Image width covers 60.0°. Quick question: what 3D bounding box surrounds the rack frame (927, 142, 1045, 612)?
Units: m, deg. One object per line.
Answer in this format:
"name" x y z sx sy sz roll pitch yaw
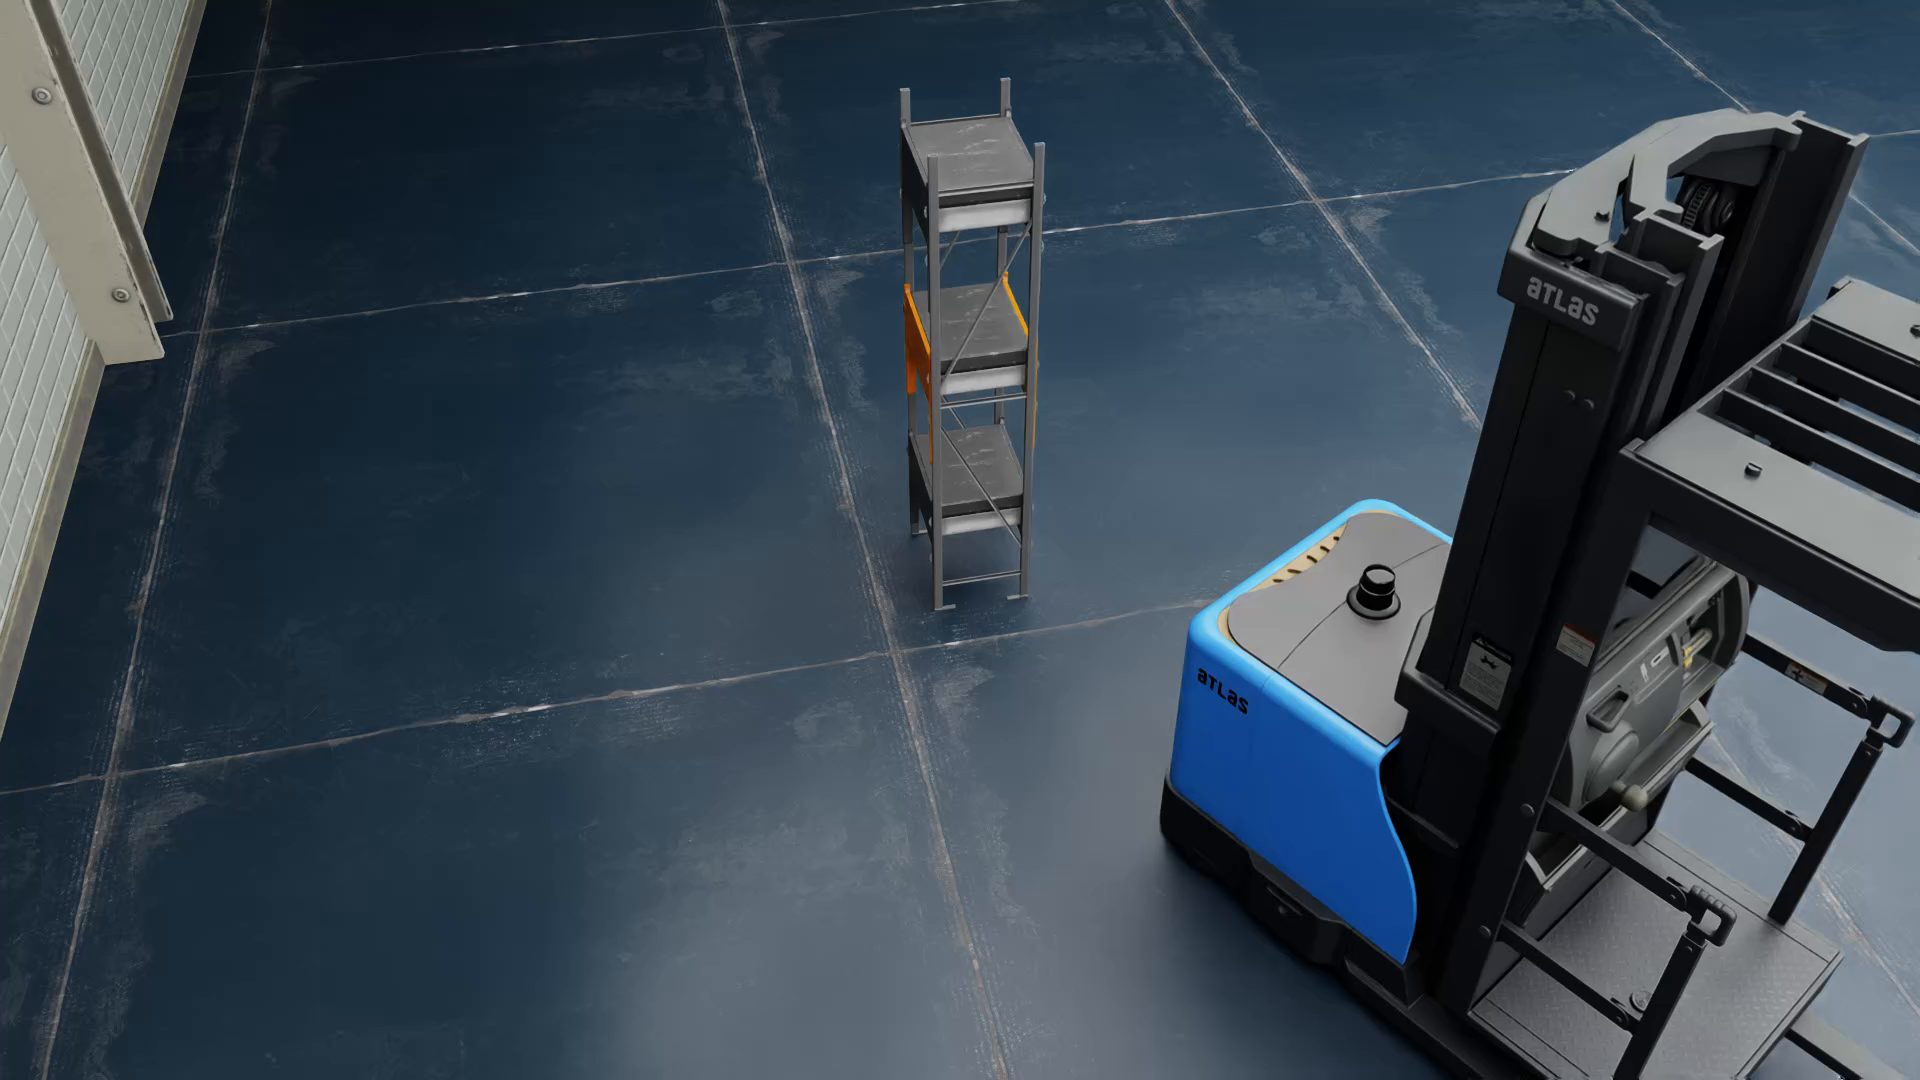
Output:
"rack frame" 0.088 -0.520 6.254 0.400 2.100 0.015 -8 42 -9

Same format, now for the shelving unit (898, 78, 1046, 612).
"shelving unit" 0.036 -0.678 6.432 0.431 2.100 0.503 -8 42 -9

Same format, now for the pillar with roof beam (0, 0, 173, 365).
"pillar with roof beam" 0.047 -4.994 6.098 9.100 9.000 0.400 -8 42 -9

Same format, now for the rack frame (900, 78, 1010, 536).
"rack frame" -0.017 -0.836 6.610 0.400 2.100 0.015 -8 42 -9

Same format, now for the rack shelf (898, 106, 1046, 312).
"rack shelf" 0.036 -1.191 5.976 0.431 0.518 0.480 -8 42 -9

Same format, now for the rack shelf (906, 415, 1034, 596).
"rack shelf" 0.036 -0.144 6.906 0.431 0.518 0.480 -8 42 -9

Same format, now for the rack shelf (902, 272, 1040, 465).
"rack shelf" 0.036 -0.668 6.441 0.431 0.518 0.480 -8 42 -9

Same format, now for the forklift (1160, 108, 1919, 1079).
"forklift" 2.083 0.478 4.504 1.130 2.935 3.031 -31 50 -30
